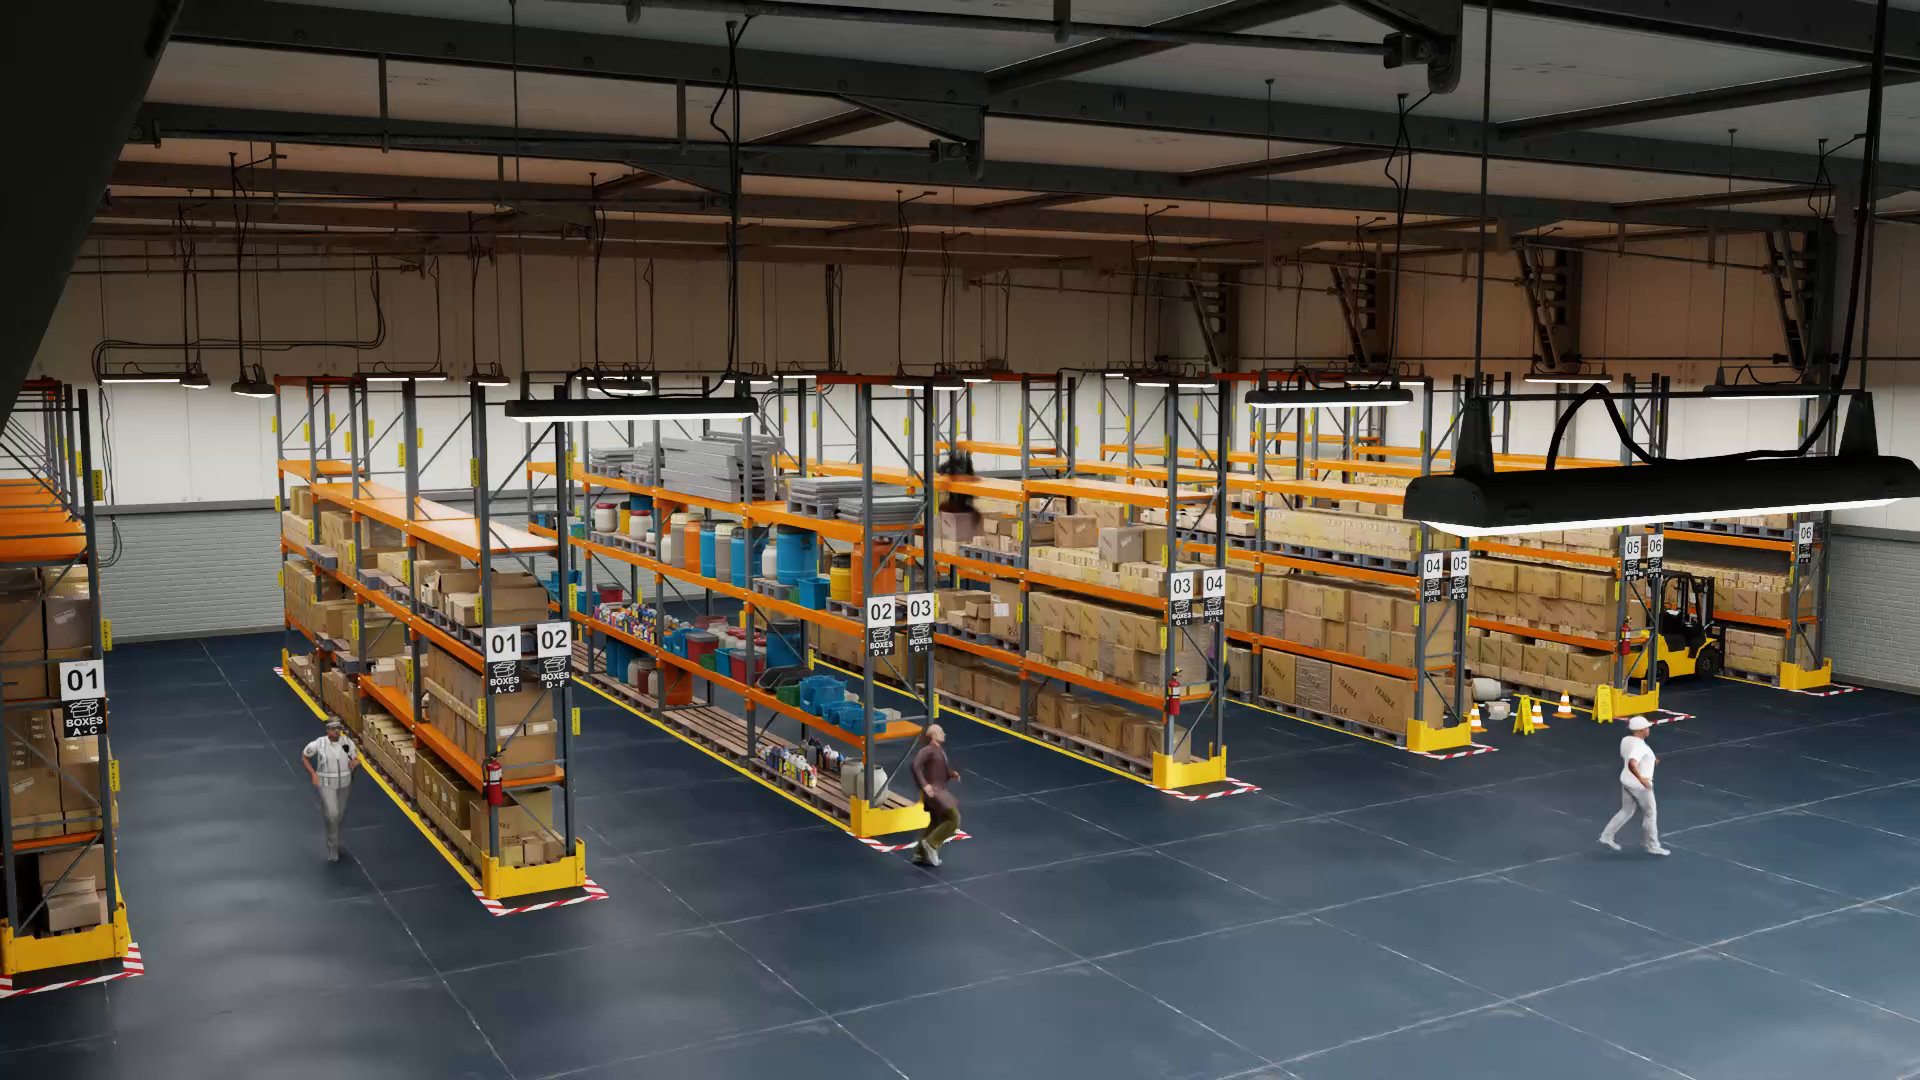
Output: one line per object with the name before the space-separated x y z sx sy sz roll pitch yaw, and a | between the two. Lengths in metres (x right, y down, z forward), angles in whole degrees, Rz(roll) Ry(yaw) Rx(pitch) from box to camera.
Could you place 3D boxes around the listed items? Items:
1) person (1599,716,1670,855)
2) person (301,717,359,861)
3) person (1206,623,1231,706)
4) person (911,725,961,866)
person | 8.604 3.113 21.126 0.888 1.768 0.704 -1 6 -6
person | -7.970 3.151 21.199 0.638 1.851 0.791 -6 9 -43
person | 4.534 2.086 29.070 0.515 1.653 0.622 -5 8 -38
person | -0.291 3.189 20.879 0.619 1.733 0.703 0 6 3
